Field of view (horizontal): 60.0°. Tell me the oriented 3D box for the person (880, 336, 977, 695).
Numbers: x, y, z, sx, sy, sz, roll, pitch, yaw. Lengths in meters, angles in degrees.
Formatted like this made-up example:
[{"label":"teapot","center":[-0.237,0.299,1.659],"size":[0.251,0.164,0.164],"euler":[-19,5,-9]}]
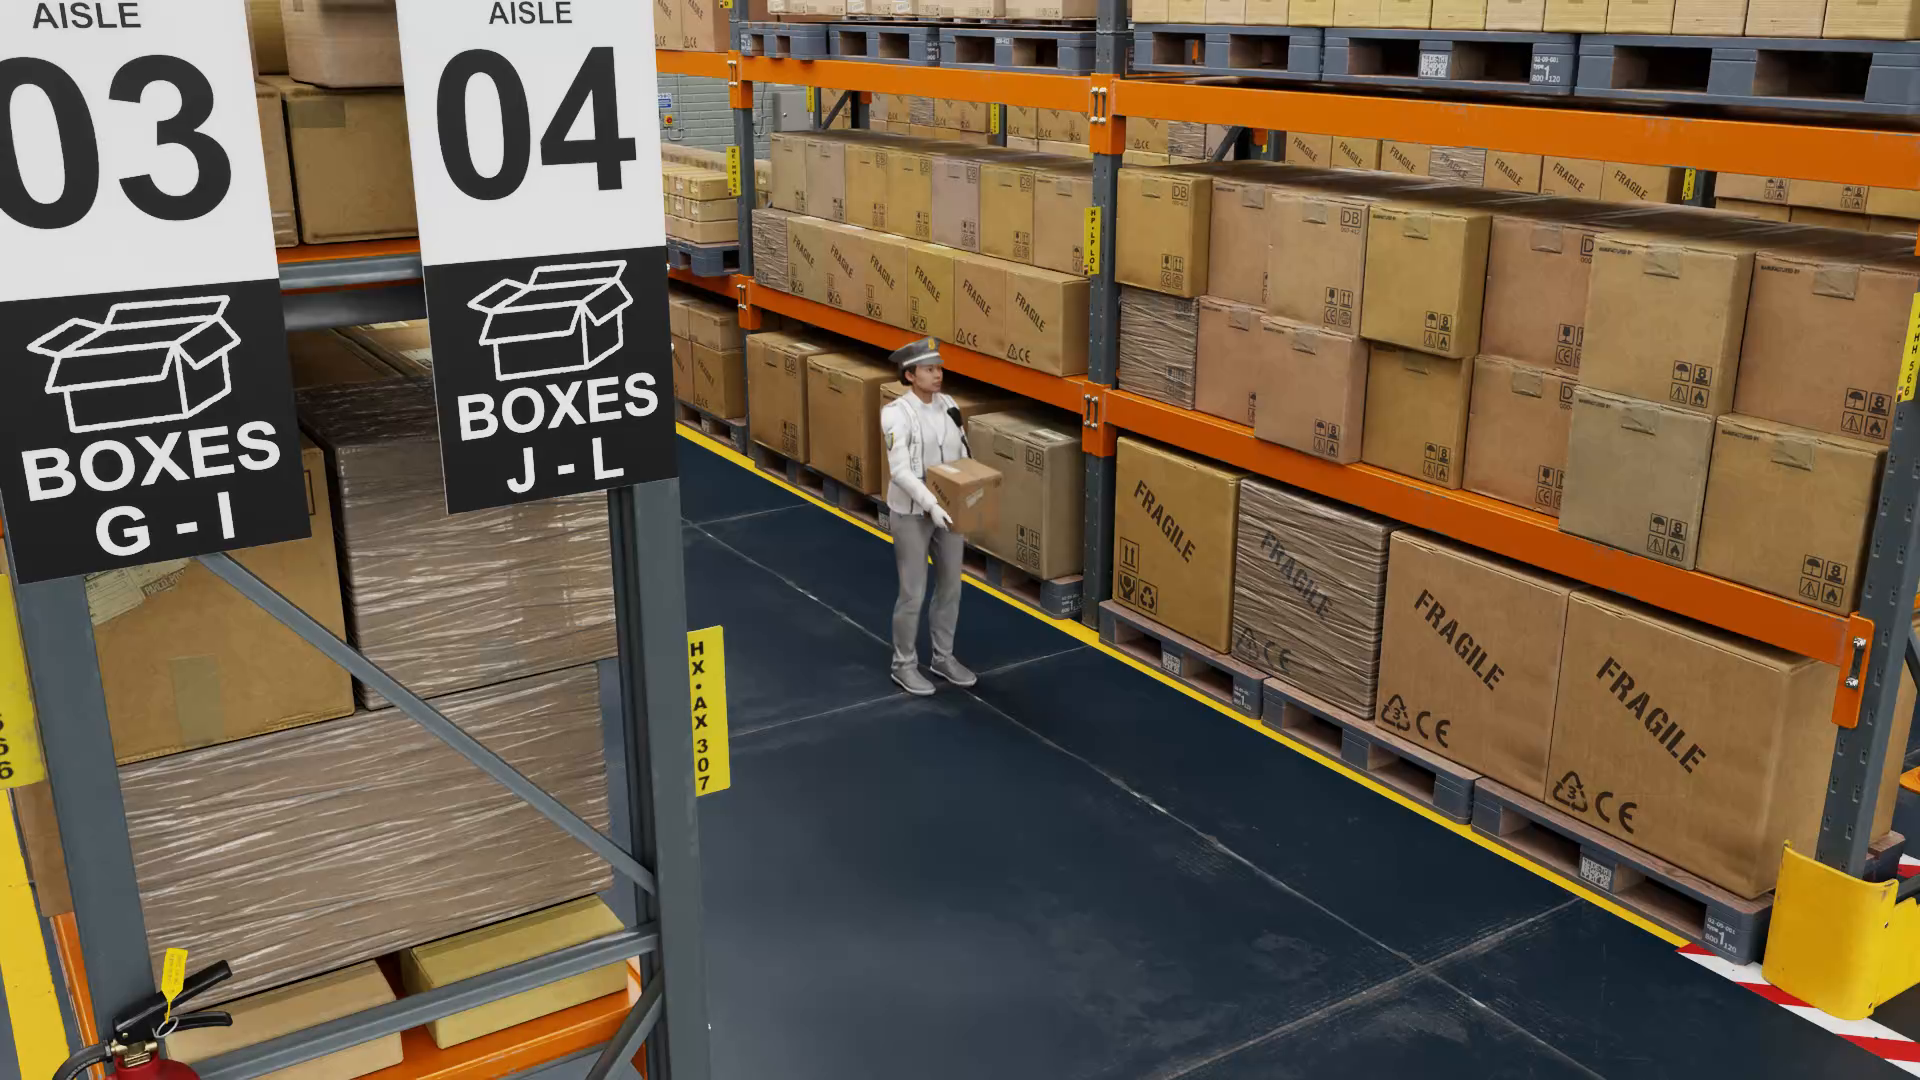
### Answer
[{"label":"person","center":[-0.109,-0.112,7.845],"size":[0.466,1.693,0.559],"euler":[-15,23,-38]}]
